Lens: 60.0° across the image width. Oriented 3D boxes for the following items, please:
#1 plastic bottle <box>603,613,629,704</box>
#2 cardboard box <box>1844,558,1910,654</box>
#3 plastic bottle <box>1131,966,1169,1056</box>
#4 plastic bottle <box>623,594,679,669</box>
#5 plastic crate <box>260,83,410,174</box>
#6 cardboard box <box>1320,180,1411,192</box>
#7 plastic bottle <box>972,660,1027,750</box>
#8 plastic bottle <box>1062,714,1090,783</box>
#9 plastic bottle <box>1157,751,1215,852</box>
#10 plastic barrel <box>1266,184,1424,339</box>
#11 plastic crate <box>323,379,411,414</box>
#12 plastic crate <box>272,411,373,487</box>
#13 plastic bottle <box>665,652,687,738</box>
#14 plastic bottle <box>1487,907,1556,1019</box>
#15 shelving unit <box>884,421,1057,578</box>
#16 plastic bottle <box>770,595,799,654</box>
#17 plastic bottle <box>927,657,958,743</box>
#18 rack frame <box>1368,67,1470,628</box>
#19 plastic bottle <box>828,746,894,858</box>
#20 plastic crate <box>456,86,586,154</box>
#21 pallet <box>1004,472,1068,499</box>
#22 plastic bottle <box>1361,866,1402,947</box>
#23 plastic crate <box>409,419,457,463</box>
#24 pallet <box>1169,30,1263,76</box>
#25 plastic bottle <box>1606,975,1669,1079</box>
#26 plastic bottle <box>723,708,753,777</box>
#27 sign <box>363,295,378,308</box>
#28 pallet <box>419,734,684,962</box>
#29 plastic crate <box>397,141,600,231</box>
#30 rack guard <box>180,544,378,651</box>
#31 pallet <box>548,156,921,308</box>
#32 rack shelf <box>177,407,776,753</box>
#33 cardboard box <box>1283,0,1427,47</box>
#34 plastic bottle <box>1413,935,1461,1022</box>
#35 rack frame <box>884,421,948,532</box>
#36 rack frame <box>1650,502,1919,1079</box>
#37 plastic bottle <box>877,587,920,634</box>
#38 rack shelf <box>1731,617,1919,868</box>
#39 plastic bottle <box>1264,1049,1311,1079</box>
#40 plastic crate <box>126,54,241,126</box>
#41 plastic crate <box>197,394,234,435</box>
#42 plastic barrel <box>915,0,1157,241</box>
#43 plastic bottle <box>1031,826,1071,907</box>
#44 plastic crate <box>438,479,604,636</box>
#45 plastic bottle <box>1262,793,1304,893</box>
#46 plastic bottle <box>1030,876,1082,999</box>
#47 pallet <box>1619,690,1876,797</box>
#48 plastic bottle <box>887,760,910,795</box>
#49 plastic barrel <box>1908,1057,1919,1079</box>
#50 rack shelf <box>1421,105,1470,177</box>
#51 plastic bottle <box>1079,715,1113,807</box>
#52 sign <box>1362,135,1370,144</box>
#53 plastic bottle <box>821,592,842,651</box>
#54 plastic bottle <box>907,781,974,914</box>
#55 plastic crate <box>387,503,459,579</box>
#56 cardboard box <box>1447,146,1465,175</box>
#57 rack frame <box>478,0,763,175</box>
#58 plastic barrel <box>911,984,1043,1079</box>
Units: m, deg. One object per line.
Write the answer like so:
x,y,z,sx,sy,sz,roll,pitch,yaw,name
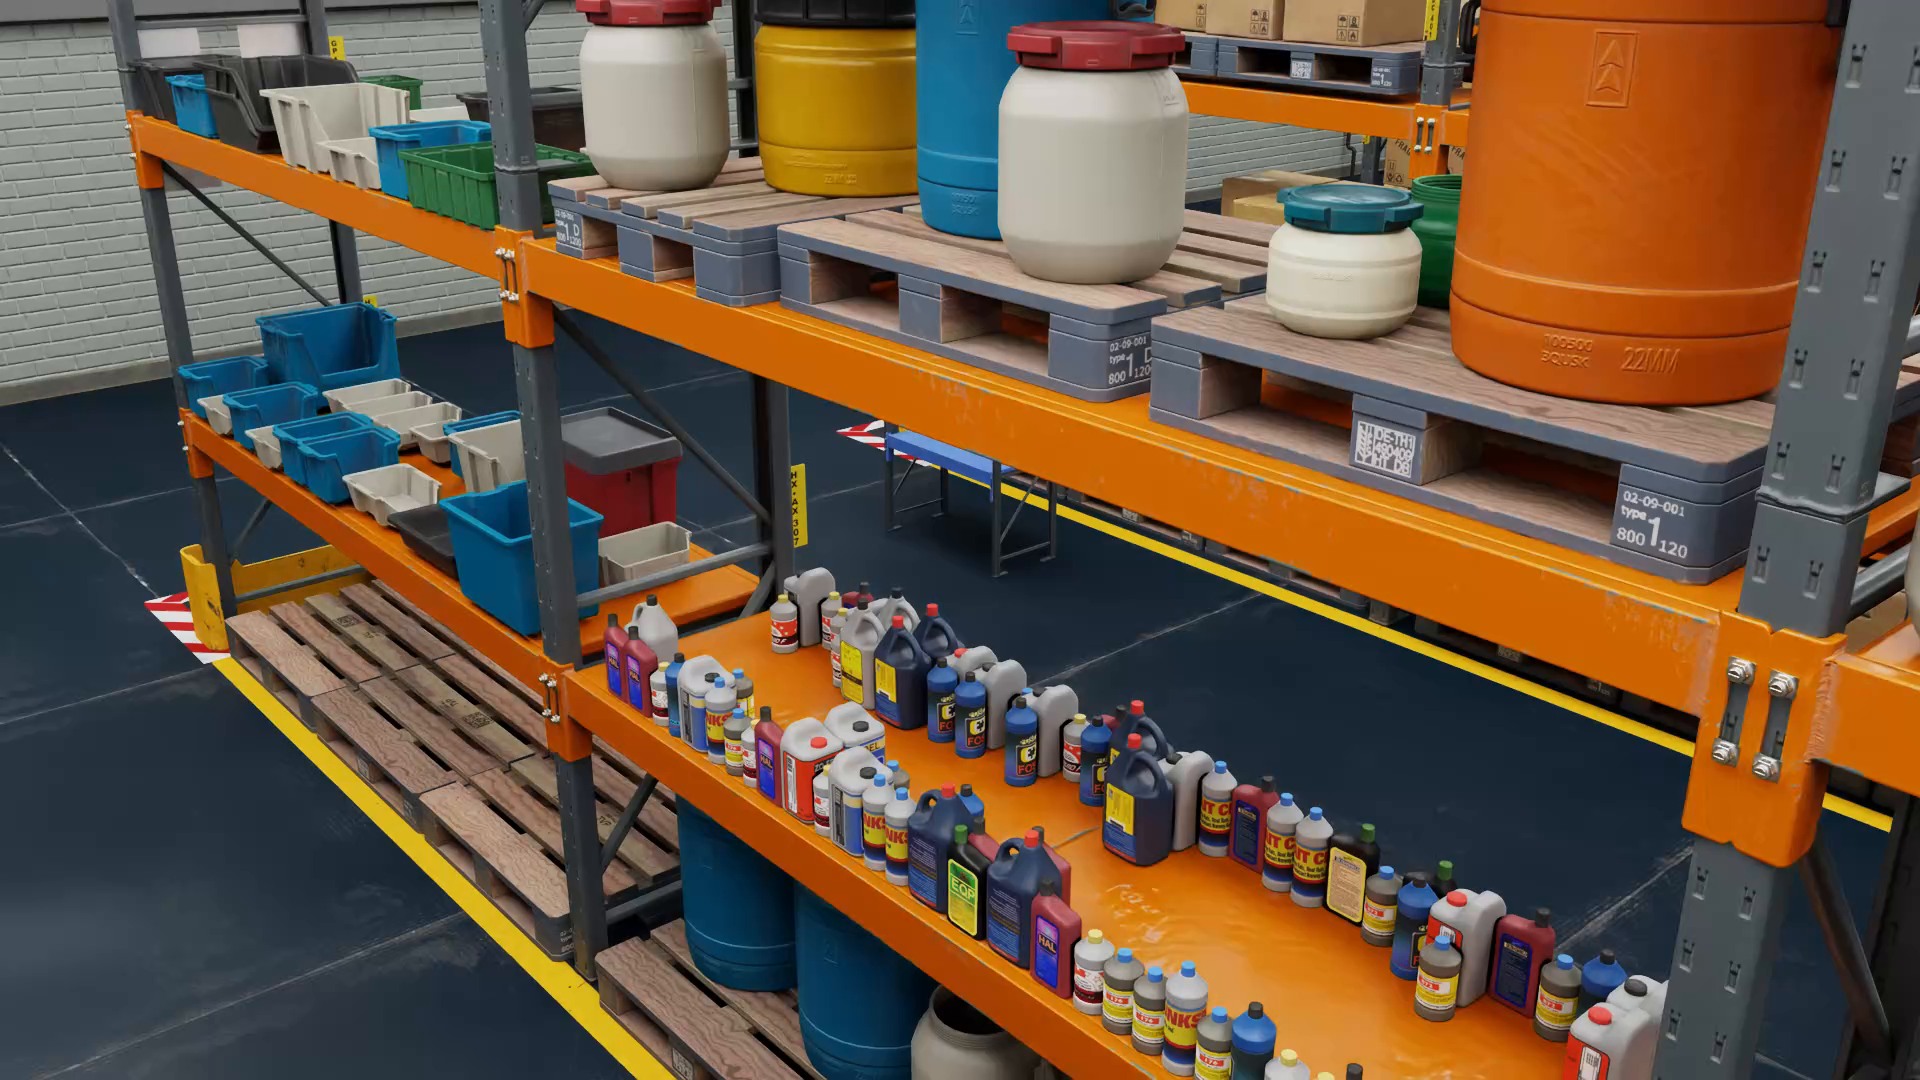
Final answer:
-1.127,0.391,5.533,0.061,0.283,0.133,-17,27,-37,plastic bottle
4.309,0.410,7.662,1.225,0.875,0.875,-17,27,-37,cardboard box
0.450,1.087,3.869,0.097,0.201,0.097,0,21,0,plastic bottle
-1.033,0.342,5.565,0.144,0.351,0.185,-17,27,-37,plastic bottle
-2.442,-1.627,6.575,0.437,0.282,0.530,-17,27,-37,plastic crate
2.274,-1.794,9.722,0.500,0.500,0.500,-17,27,-37,cardboard box
0.114,0.501,5.262,0.152,0.276,0.135,-17,27,-37,plastic bottle
0.362,0.625,5.047,0.097,0.201,0.097,0,21,0,plastic bottle
0.625,0.717,4.711,0.152,0.276,0.135,-17,27,-37,plastic bottle
0.757,-0.550,3.277,0.301,0.262,0.301,0,21,0,plastic barrel
-2.985,-0.694,8.423,0.396,0.136,0.243,-17,27,-37,plastic crate
-2.883,-0.411,7.568,0.416,0.233,0.300,-17,27,-37,plastic crate
-0.888,0.488,5.302,0.097,0.271,0.097,0,21,0,plastic bottle
1.350,0.995,3.991,0.061,0.283,0.133,-17,27,-37,plastic bottle
0.056,-0.675,10.150,0.538,1.500,1.048,-17,27,-37,shelving unit
-0.624,0.293,5.895,0.097,0.201,0.097,0,21,0,plastic bottle
-0.056,0.501,5.269,0.097,0.271,0.097,0,21,0,plastic bottle
2.709,-1.045,9.040,1.000,3.000,0.127,-17,27,-37,rack frame
-0.274,0.730,4.677,0.152,0.276,0.135,-17,27,-37,plastic bottle
-1.647,-1.611,6.549,0.497,0.269,0.590,-17,27,-37,plastic crate
0.679,-0.650,11.854,1.003,0.211,1.213,-17,27,-37,pallet
1.086,0.932,4.265,0.097,0.201,0.097,0,21,0,plastic bottle
-2.399,-0.462,7.831,0.298,0.136,0.250,-17,27,-37,plastic crate
1.390,-2.966,9.953,1.003,0.211,1.213,-17,27,-37,pallet
1.530,1.100,3.732,0.152,0.276,0.135,-17,27,-37,plastic bottle
-0.673,0.611,5.083,0.097,0.201,0.097,0,21,0,plastic bottle
-3.248,-1.183,9.167,0.100,0.325,0.005,-17,27,-37,sign
-1.553,1.238,7.033,1.003,0.211,1.213,-17,27,-37,pallet
-1.549,-1.209,5.636,0.450,0.188,0.662,-17,27,-37,plastic crate
-3.680,0.189,9.316,1.175,0.500,0.348,-17,27,-37,rack guard
-0.458,-0.982,5.023,1.213,0.211,1.003,-17,27,-37,pallet
-2.349,-0.084,7.572,1.077,0.370,4.000,-17,27,-37,rack shelf
2.152,-2.933,8.895,0.700,0.500,0.500,-19,29,-40,cardboard box
1.145,1.042,3.983,0.097,0.201,0.097,0,21,0,plastic bottle
-0.276,-0.815,10.509,0.500,1.500,0.032,-17,27,-37,rack frame
1.567,1.239,3.208,1.000,3.000,0.127,-17,27,-37,rack frame
-0.196,0.333,5.589,0.144,0.351,0.185,-17,27,-37,plastic bottle
2.873,0.730,1.381,1.077,0.370,4.000,-17,27,-37,rack shelf
0.705,1.194,3.594,0.097,0.201,0.097,0,21,0,plastic bottle
-3.614,-2.135,7.887,0.497,0.269,0.590,-17,27,-37,plastic crate
-3.596,-0.622,8.238,0.250,0.136,0.298,-17,27,-37,plastic crate
0.186,-1.257,4.204,0.600,0.901,0.708,-17,27,-37,plastic barrel
0.223,0.882,4.280,0.061,0.283,0.133,-17,27,-37,plastic bottle
-1.607,0.065,6.144,0.392,0.384,0.575,-17,27,-37,plastic crate
0.872,0.808,4.484,0.097,0.271,0.097,0,21,0,plastic bottle
0.234,0.967,4.062,0.061,0.283,0.133,-17,27,-37,plastic bottle
4.070,0.786,8.189,1.003,0.211,1.213,-17,27,-37,pallet
-0.192,0.730,4.780,0.097,0.201,0.097,0,21,0,plastic bottle
2.100,1.232,3.040,0.600,0.536,0.708,-17,27,-37,plastic barrel
4.014,-1.555,7.213,1.077,0.370,4.000,-17,27,-37,rack shelf
0.403,0.644,4.903,0.097,0.271,0.097,0,21,0,plastic bottle
3.510,-3.577,14.317,0.100,0.325,0.005,-17,27,-37,sign
-0.445,0.284,5.919,0.097,0.201,0.097,0,21,0,plastic bottle
-0.046,0.794,4.411,0.144,0.351,0.185,-17,27,-37,plastic bottle
-1.978,-0.011,6.695,0.437,0.125,0.590,-17,27,-37,plastic crate
4.374,-3.157,13.886,0.500,0.500,0.500,-17,27,-37,cardboard box
-1.044,-2.660,4.936,1.000,3.000,0.127,-17,27,-37,rack frame
0.062,1.624,5.061,0.421,0.512,0.421,0,21,0,plastic barrel
